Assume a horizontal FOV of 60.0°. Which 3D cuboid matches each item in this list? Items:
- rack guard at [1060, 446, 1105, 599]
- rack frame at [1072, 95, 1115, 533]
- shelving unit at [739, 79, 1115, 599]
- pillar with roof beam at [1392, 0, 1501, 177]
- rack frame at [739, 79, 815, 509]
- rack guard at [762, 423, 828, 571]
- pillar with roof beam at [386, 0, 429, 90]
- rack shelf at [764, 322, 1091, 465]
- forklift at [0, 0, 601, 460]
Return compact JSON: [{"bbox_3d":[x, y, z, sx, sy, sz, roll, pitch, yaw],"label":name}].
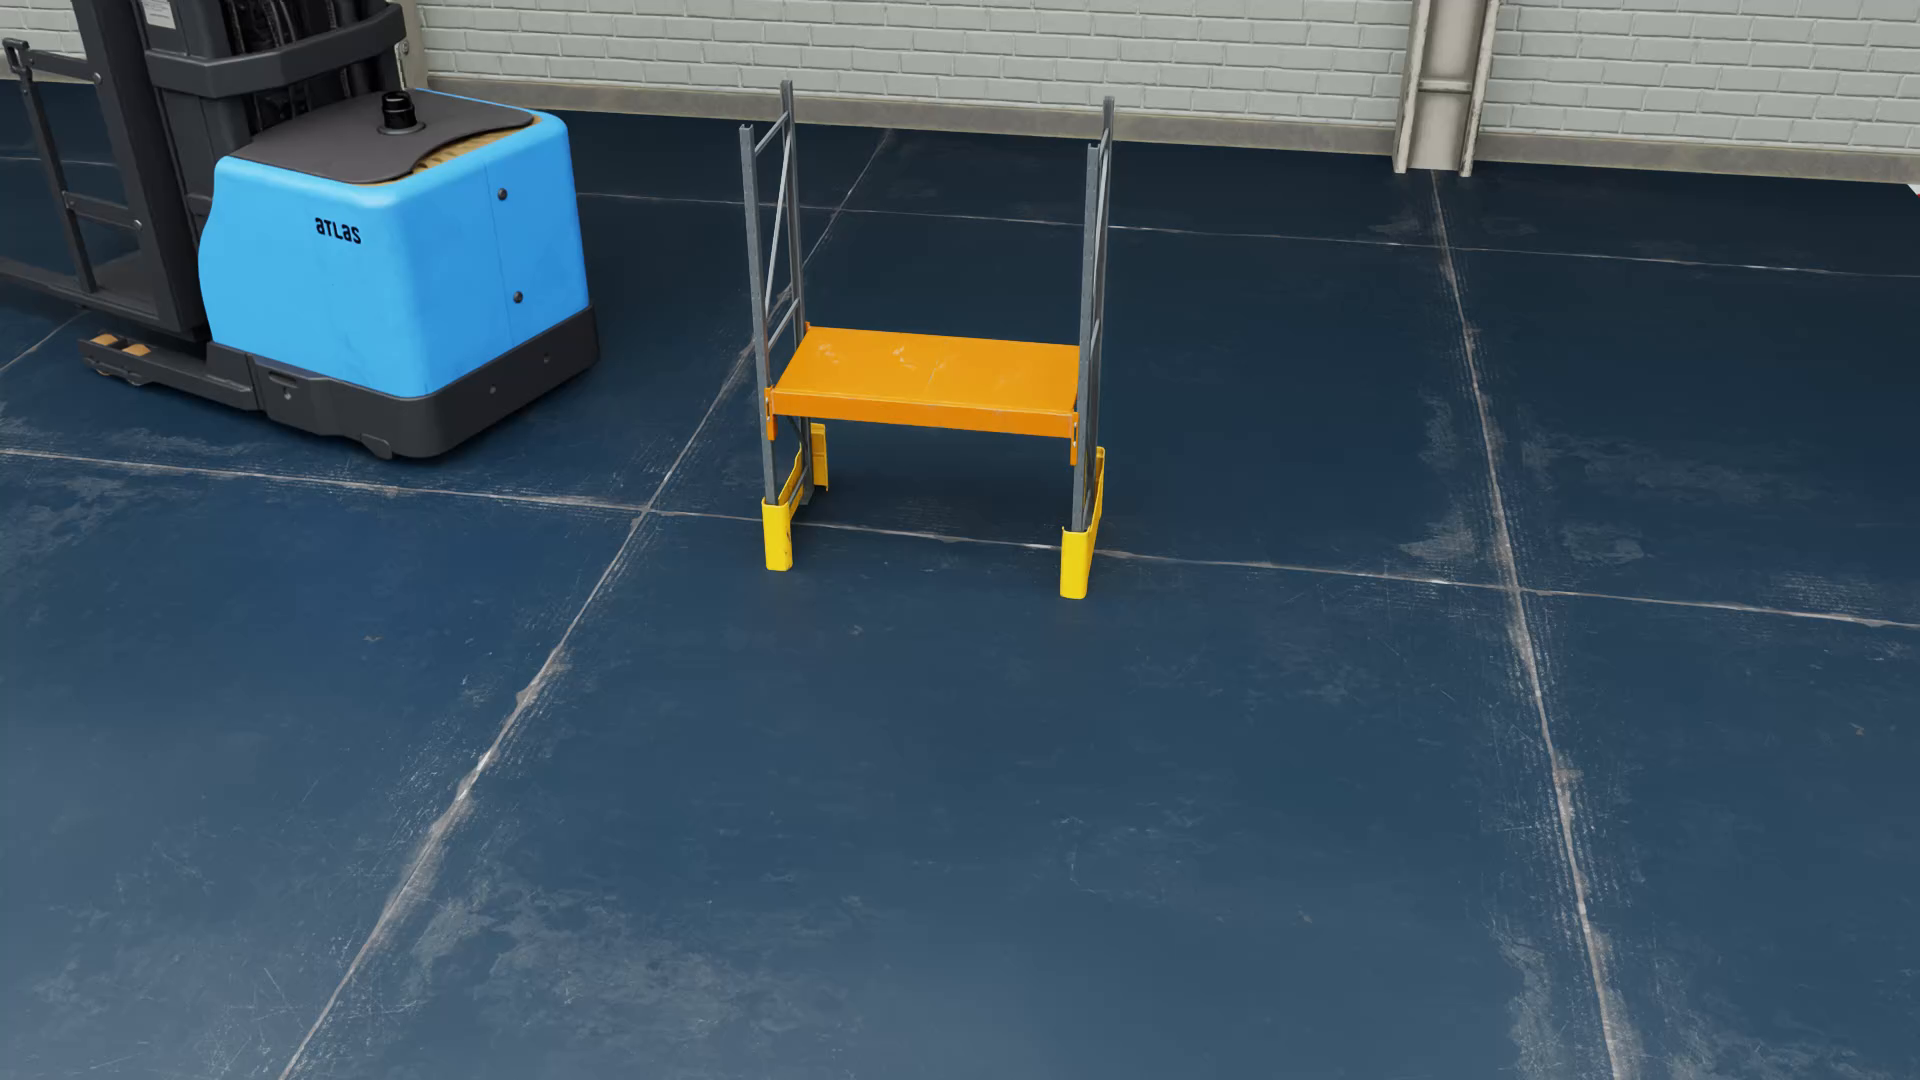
[{"bbox_3d":[0.416,-0.068,5.624,0.087,0.250,0.587,5,32,8],"label":"rack guard"},{"bbox_3d":[0.417,-0.598,5.292,0.032,1.500,0.500,5,32,8],"label":"rack frame"},{"bbox_3d":[-0.075,-0.643,5.363,1.083,1.500,0.587,5,32,8],"label":"shelving unit"},{"bbox_3d":[1.820,-3.590,3.004,0.400,9.000,9.100,5,32,8],"label":"pillar with roof beam"},{"bbox_3d":[-0.585,-0.689,5.437,0.032,1.500,0.500,5,32,8],"label":"rack frame"},{"bbox_3d":[-0.566,-0.157,5.766,0.087,0.250,0.587,5,32,8],"label":"rack guard"},{"bbox_3d":[-4.095,-4.125,3.859,0.400,9.000,9.100,5,32,8],"label":"pillar with roof beam"},{"bbox_3d":[-0.084,-0.491,5.460,1.000,0.185,0.538,5,32,8],"label":"rack shelf"},{"bbox_3d":[-3.013,-2.094,6.332,3.031,2.935,1.130,16,36,24],"label":"forklift"}]
